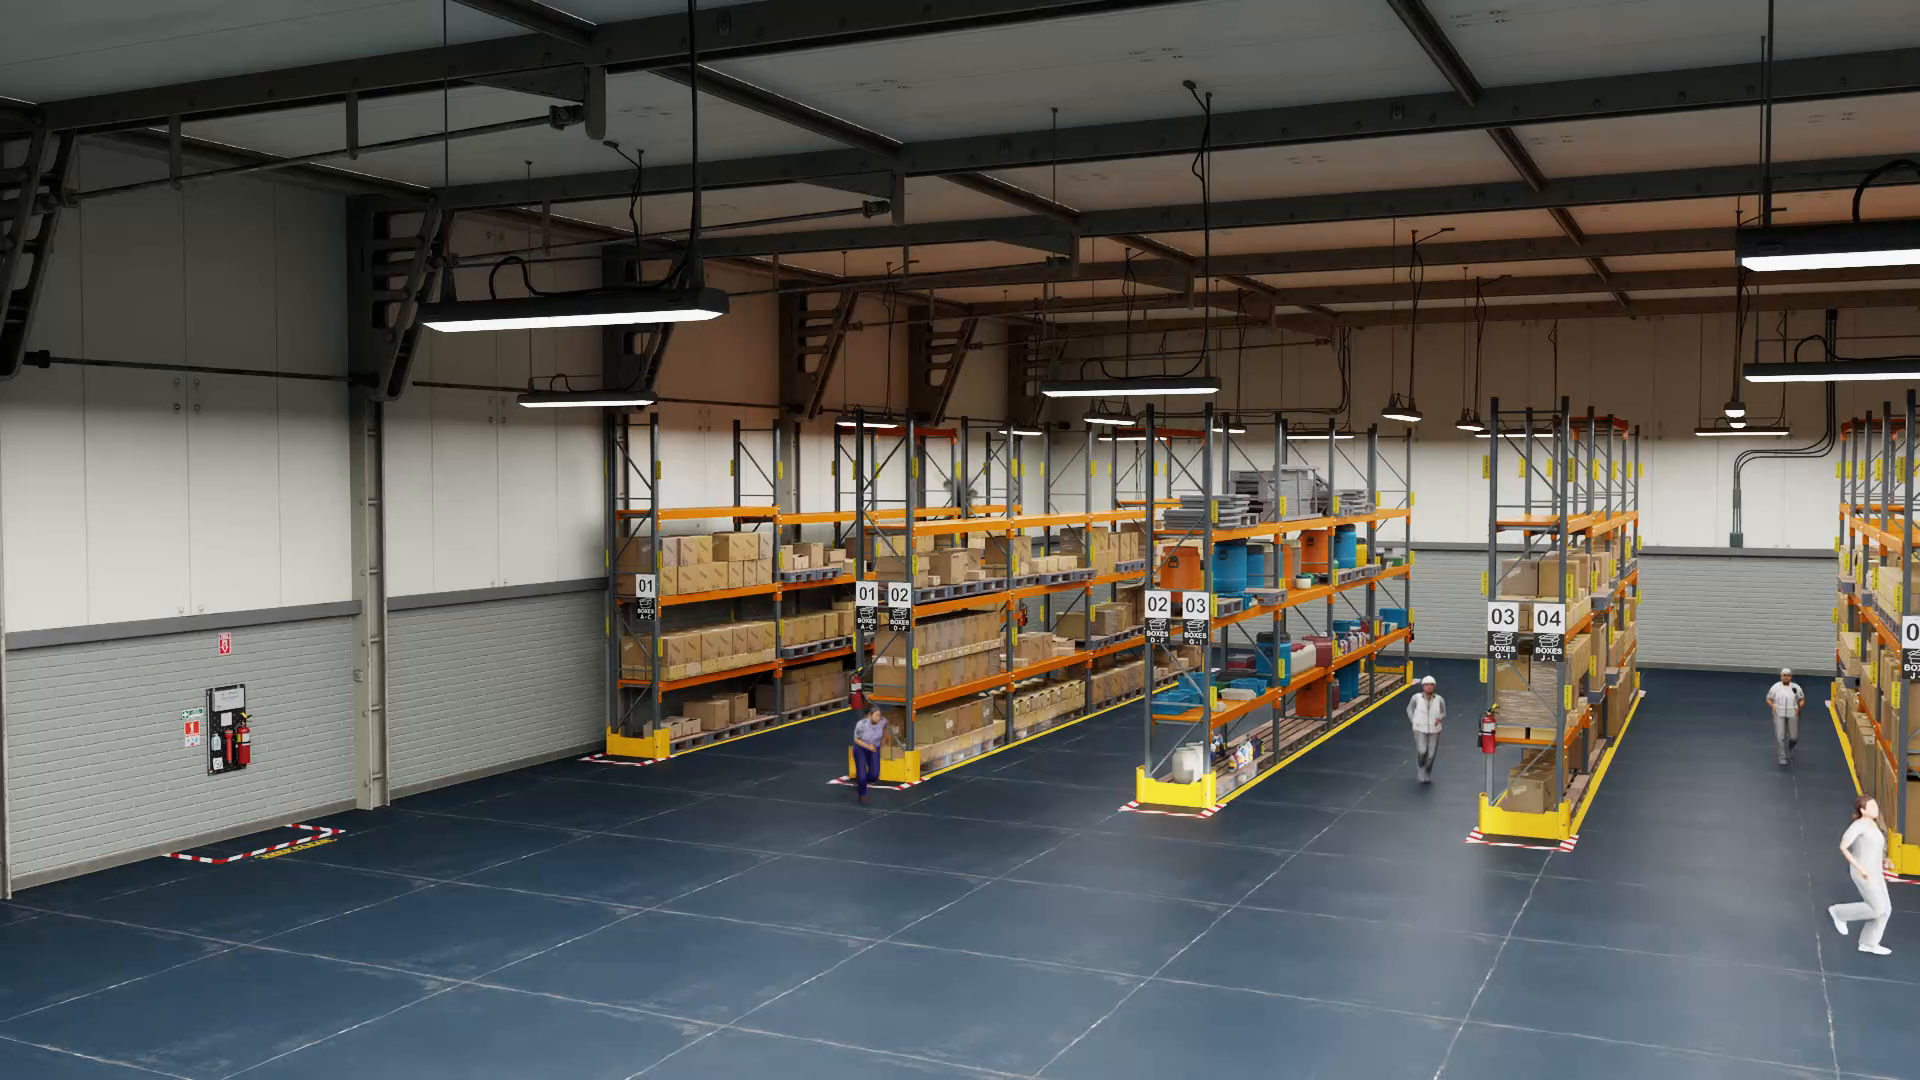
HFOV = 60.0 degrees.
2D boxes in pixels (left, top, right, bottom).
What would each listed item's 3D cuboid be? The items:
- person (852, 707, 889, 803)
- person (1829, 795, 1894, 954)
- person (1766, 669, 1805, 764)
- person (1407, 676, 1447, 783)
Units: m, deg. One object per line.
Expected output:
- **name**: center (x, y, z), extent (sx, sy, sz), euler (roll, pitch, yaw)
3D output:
- **person**: center (-1.332, 3.220, 24.999), extent (0.628, 1.503, 0.790), euler (-1, 3, -27)
- **person**: center (9.417, 3.463, 17.284), extent (0.580, 1.626, 0.539), euler (-2, 3, -37)
- **person**: center (14.072, 3.000, 28.346), extent (0.604, 1.616, 0.555), euler (1, 3, 23)
- **person**: center (7.429, 3.012, 26.424), extent (0.582, 1.715, 0.726), euler (0, 2, 7)
